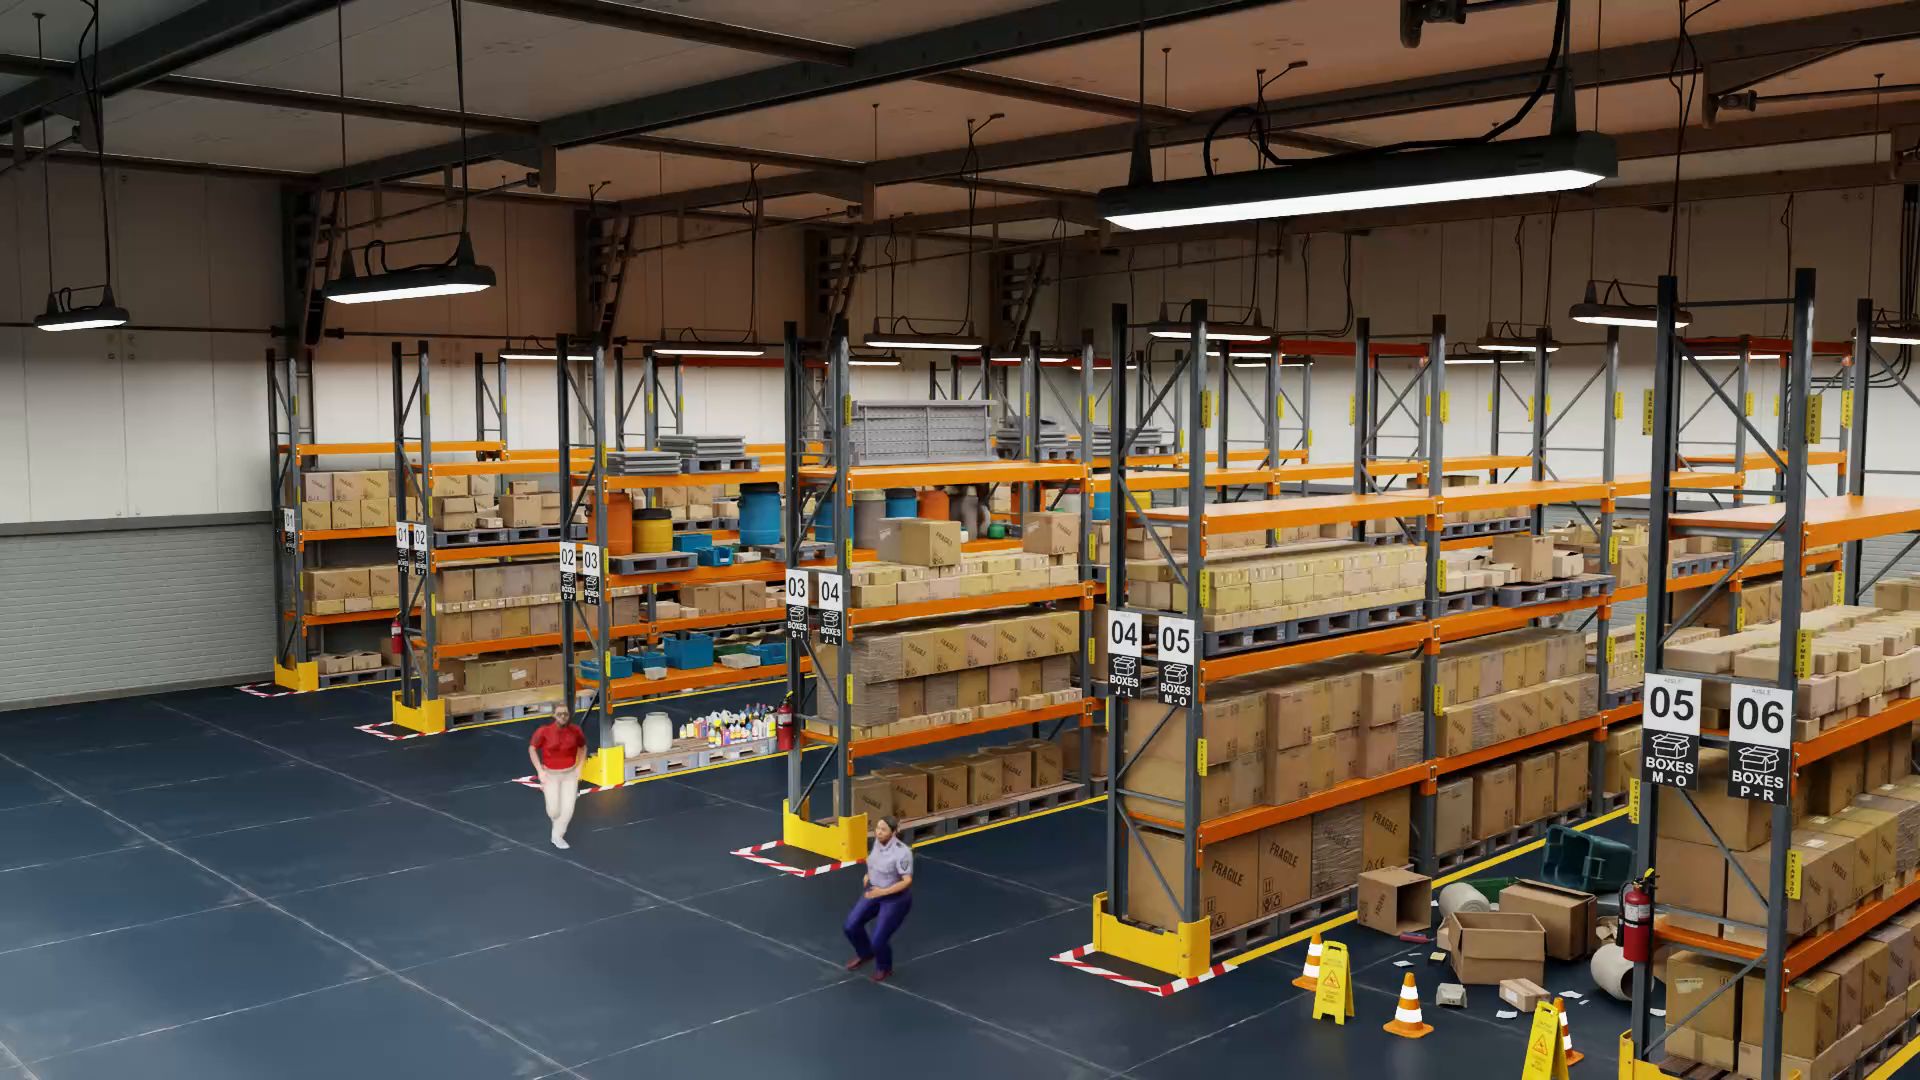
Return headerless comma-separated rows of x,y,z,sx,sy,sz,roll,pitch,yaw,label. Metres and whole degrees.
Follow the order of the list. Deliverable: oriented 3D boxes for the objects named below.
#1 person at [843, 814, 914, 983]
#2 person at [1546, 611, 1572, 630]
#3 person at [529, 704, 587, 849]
-0.728,3.160,14.566,0.808,1.577,0.590,4,6,38,person
11.564,1.648,32.191,0.583,1.459,0.880,1,5,10,person
-4.613,2.689,19.117,0.660,1.667,0.572,-2,5,-21,person
